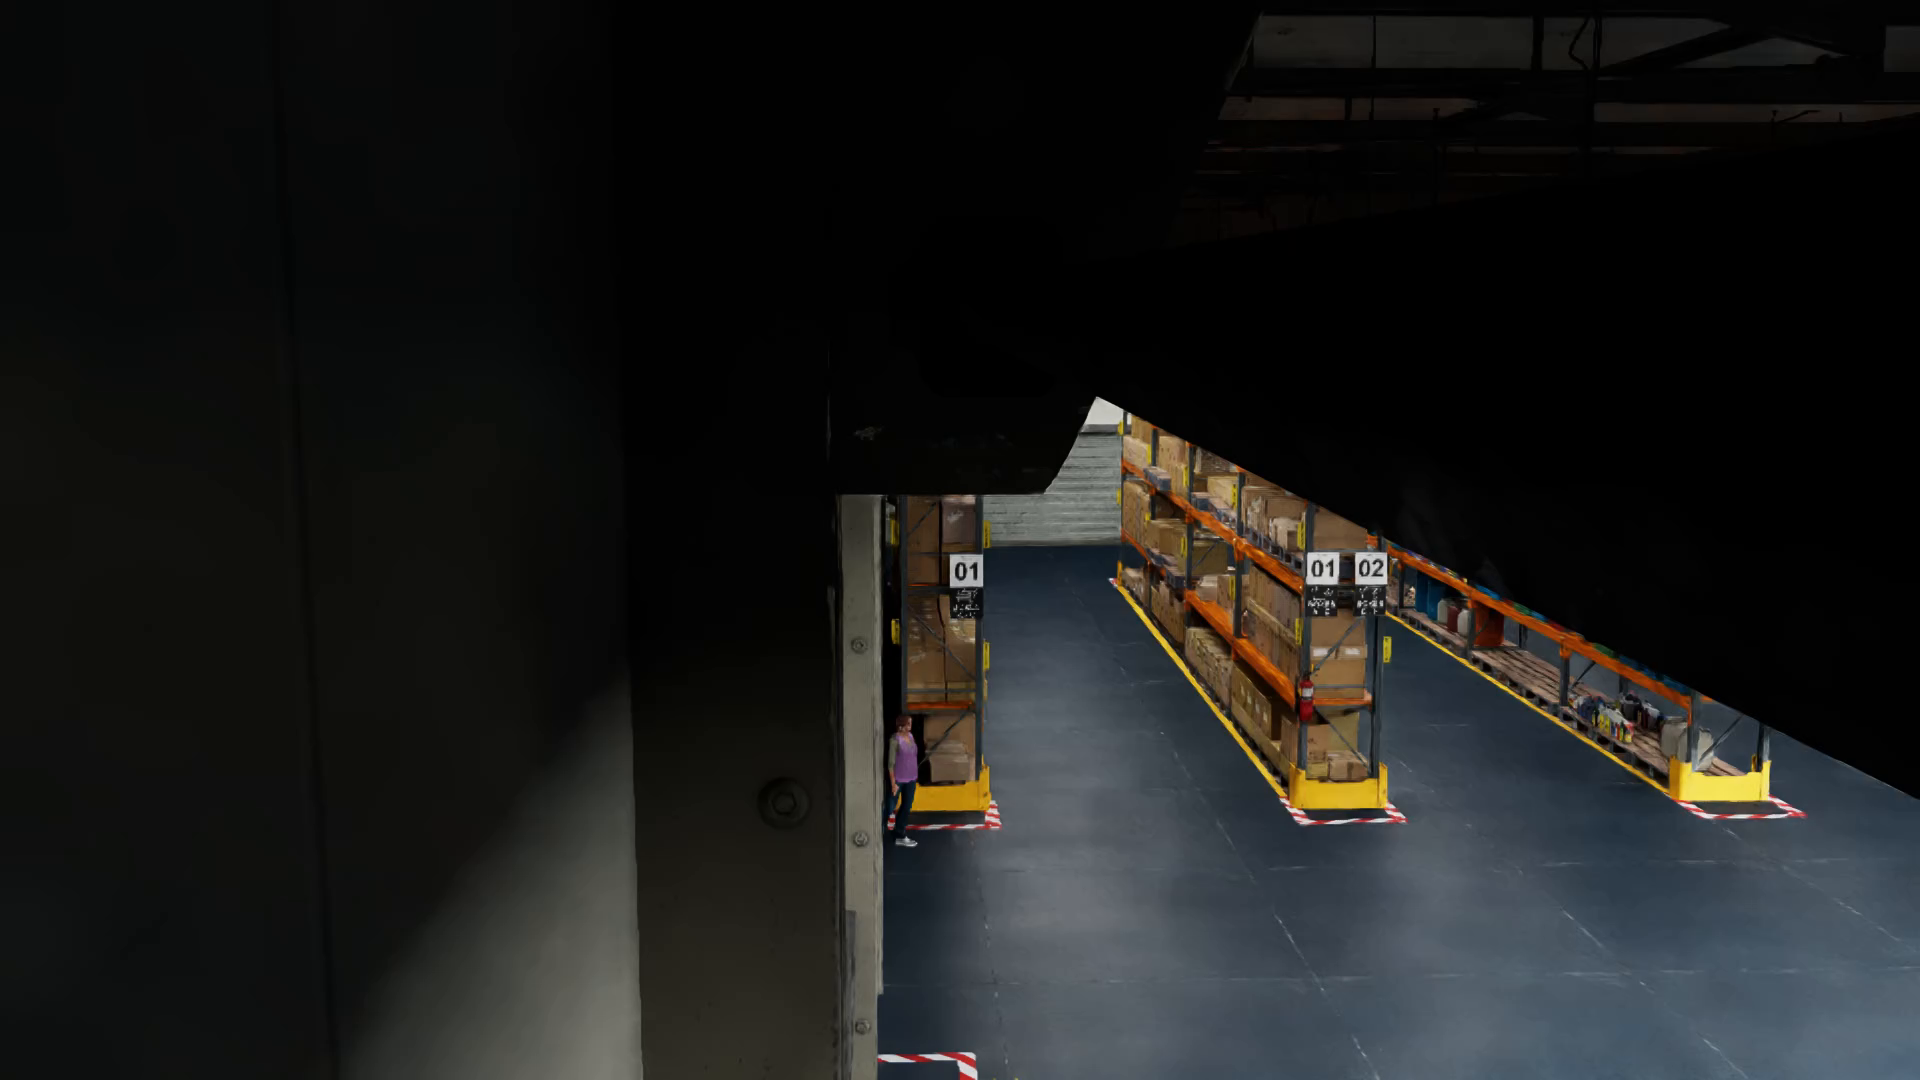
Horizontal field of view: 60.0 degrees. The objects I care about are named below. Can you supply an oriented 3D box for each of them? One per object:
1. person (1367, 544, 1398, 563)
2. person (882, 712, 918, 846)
[{"bbox_3d":[9.870,-0.311,39.015,0.614,1.768,0.778,6,10,36],"label":"person"},{"bbox_3d":[-0.782,2.759,19.041,0.465,1.589,0.600,7,11,41],"label":"person"}]
